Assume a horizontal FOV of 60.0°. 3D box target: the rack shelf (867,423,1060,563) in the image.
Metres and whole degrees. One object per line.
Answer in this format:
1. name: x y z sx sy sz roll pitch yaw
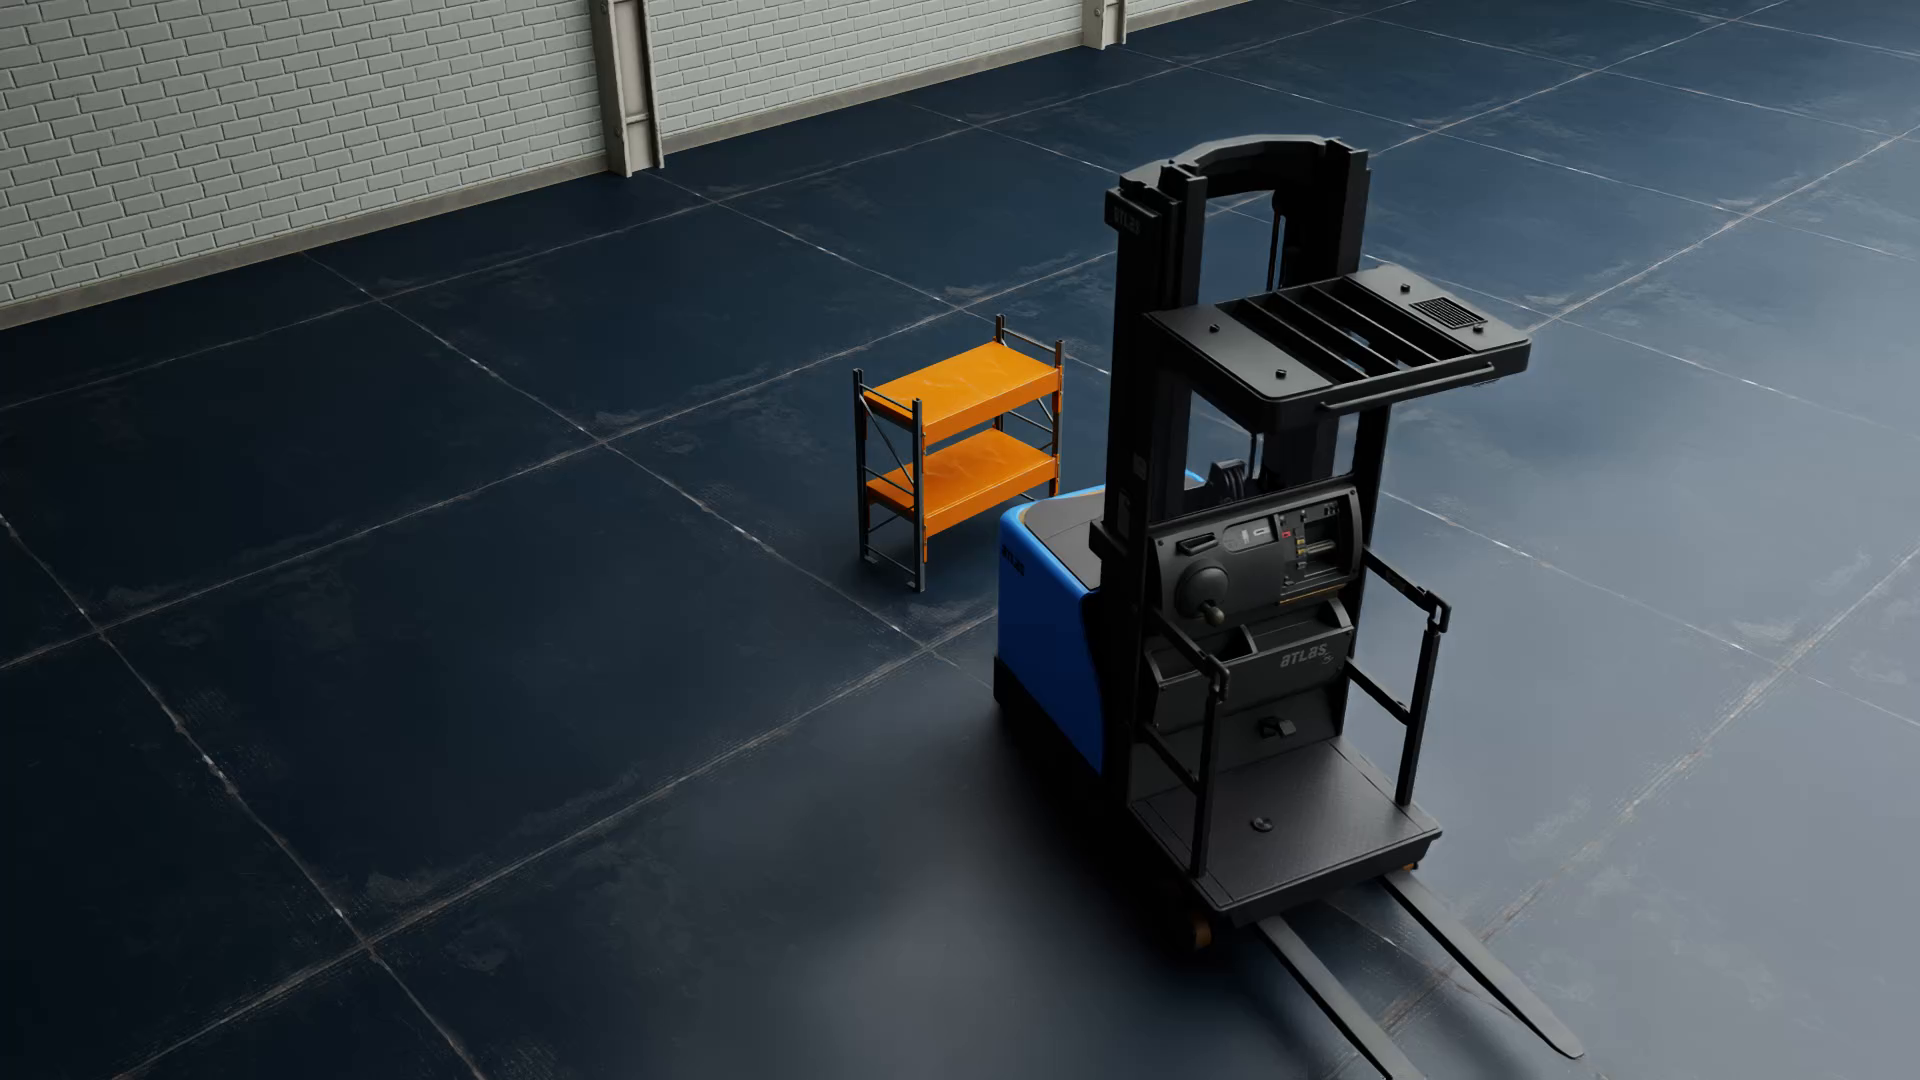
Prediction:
1. rack shelf: 0.005 -0.274 9.088 1.000 0.278 0.538 -26 40 -35

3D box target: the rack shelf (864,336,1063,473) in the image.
1. rack shelf: 0.005 -0.732 8.808 1.000 0.278 0.538 -26 40 -35

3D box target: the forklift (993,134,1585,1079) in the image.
1. forklift: 1.251 0.113 6.256 1.130 2.935 3.031 -14 34 -22

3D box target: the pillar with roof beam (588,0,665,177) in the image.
1. pillar with roof beam: 0.086 -5.457 9.548 0.400 9.000 9.100 -26 40 -35

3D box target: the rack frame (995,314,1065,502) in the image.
1. rack frame: 0.378 -0.663 9.255 0.032 1.125 0.500 -26 40 -35

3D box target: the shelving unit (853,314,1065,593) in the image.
1. shelving unit: 0.005 -0.482 8.960 1.048 1.125 0.538 -26 40 -35

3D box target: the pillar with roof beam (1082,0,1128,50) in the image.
1. pillar with roof beam: 4.485 -7.585 13.029 0.400 9.000 9.100 -26 40 -35

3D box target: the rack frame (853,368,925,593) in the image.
1. rack frame: -0.368 -0.302 8.666 0.032 1.125 0.500 -26 40 -35
